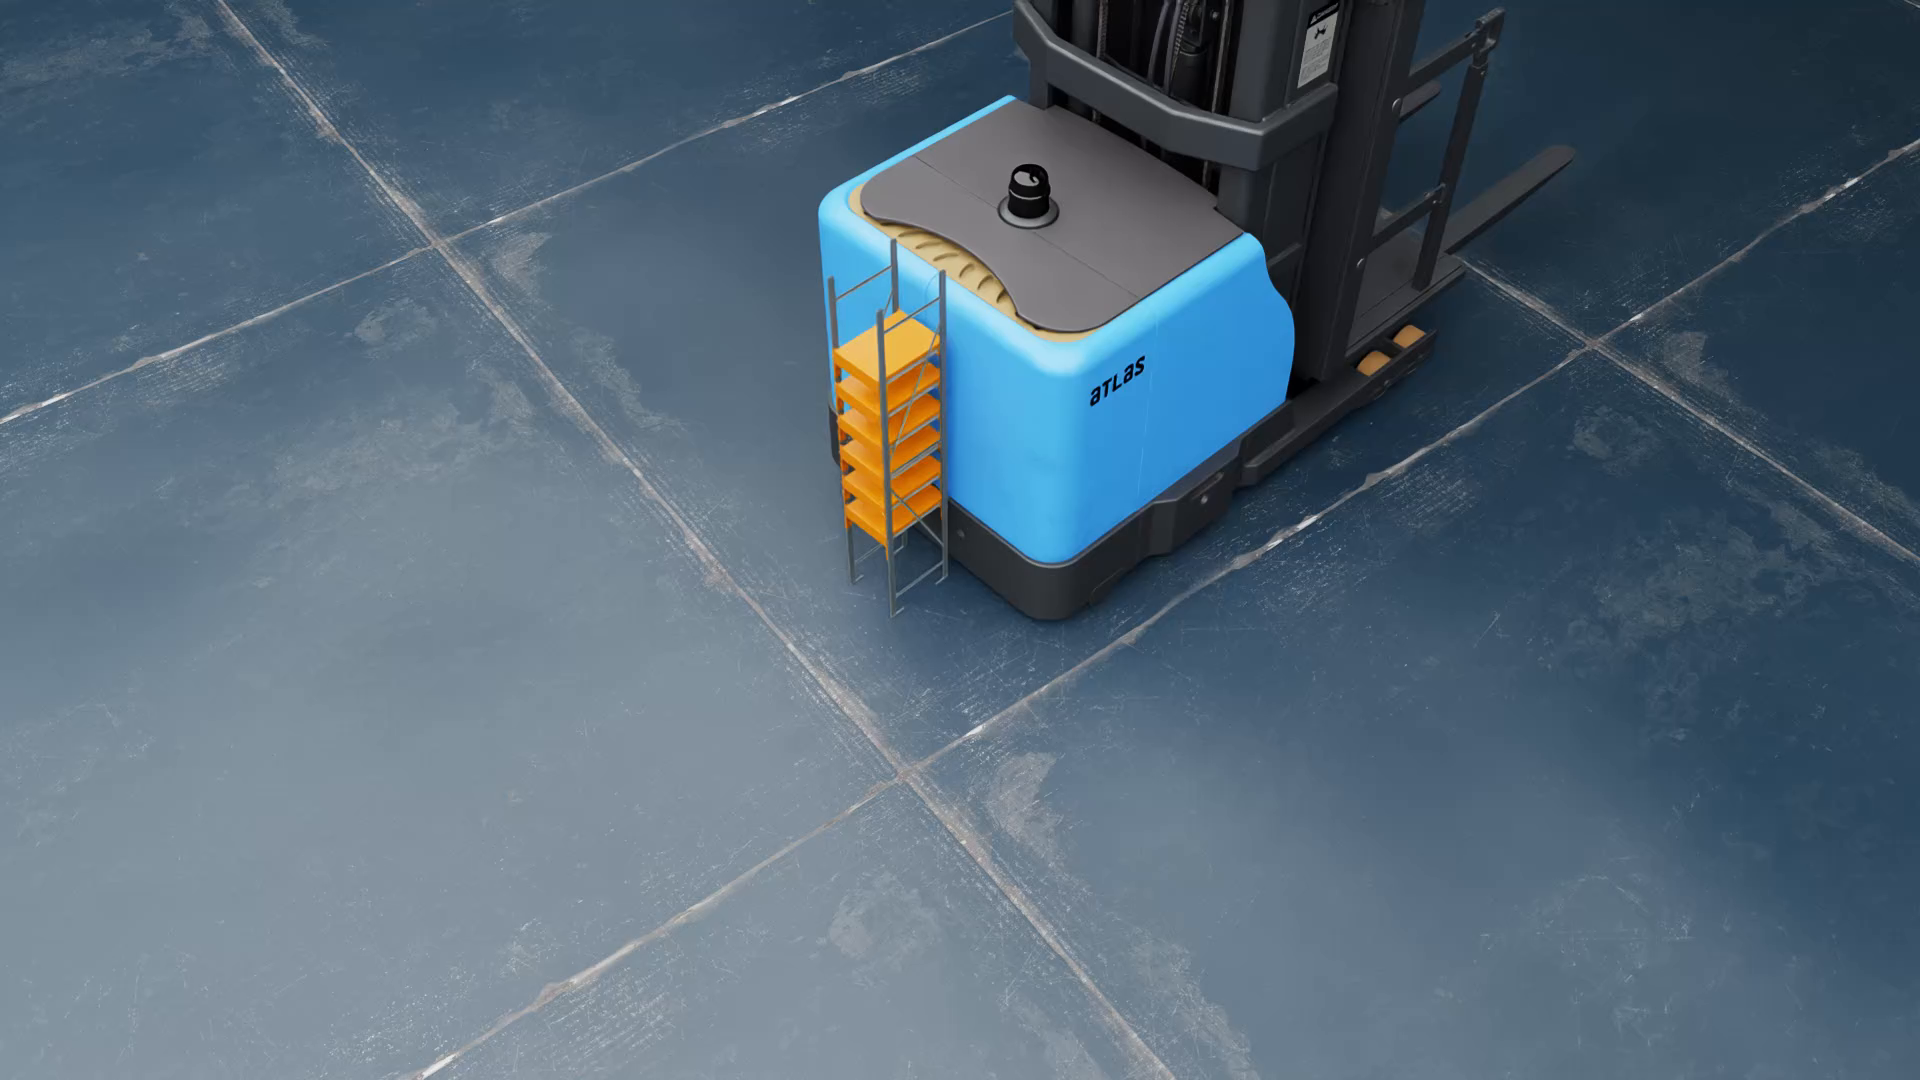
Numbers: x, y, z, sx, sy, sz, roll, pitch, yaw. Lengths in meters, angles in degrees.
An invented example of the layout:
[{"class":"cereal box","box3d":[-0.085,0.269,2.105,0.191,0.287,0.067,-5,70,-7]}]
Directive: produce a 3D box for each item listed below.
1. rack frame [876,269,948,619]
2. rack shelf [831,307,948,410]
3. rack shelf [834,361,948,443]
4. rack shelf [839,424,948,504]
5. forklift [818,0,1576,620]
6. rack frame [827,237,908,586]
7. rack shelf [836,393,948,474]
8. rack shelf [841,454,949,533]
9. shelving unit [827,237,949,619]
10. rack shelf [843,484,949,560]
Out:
[{"class":"rack frame","box3d":[-0.123,-0.229,4.647,0.240,1.200,0.006,-36,57,-28]},{"class":"rack shelf","box3d":[-0.188,-0.489,4.457,0.258,0.103,0.180,-36,57,-28]},{"class":"rack shelf","box3d":[-0.188,-0.408,4.546,0.258,0.103,0.180,-36,57,-28]},{"class":"rack shelf","box3d":[-0.188,-0.247,4.724,0.258,0.103,0.180,-36,57,-28]},{"class":"forklift","box3d":[1.000,-1.716,4.828,3.031,2.935,1.130,-35,57,-27]},{"class":"rack frame","box3d":[-0.252,-0.325,4.735,0.240,1.200,0.006,-36,57,-28]},{"class":"rack shelf","box3d":[-0.188,-0.328,4.635,0.258,0.103,0.180,-36,57,-28]},{"class":"rack shelf","box3d":[-0.188,-0.166,4.813,0.258,0.103,0.180,-36,57,-28]},{"class":"shelving unit","box3d":[-0.188,-0.277,4.691,0.258,1.200,0.189,-36,57,-28]},{"class":"rack shelf","box3d":[-0.188,-0.086,4.902,0.258,0.103,0.180,-36,57,-28]}]
